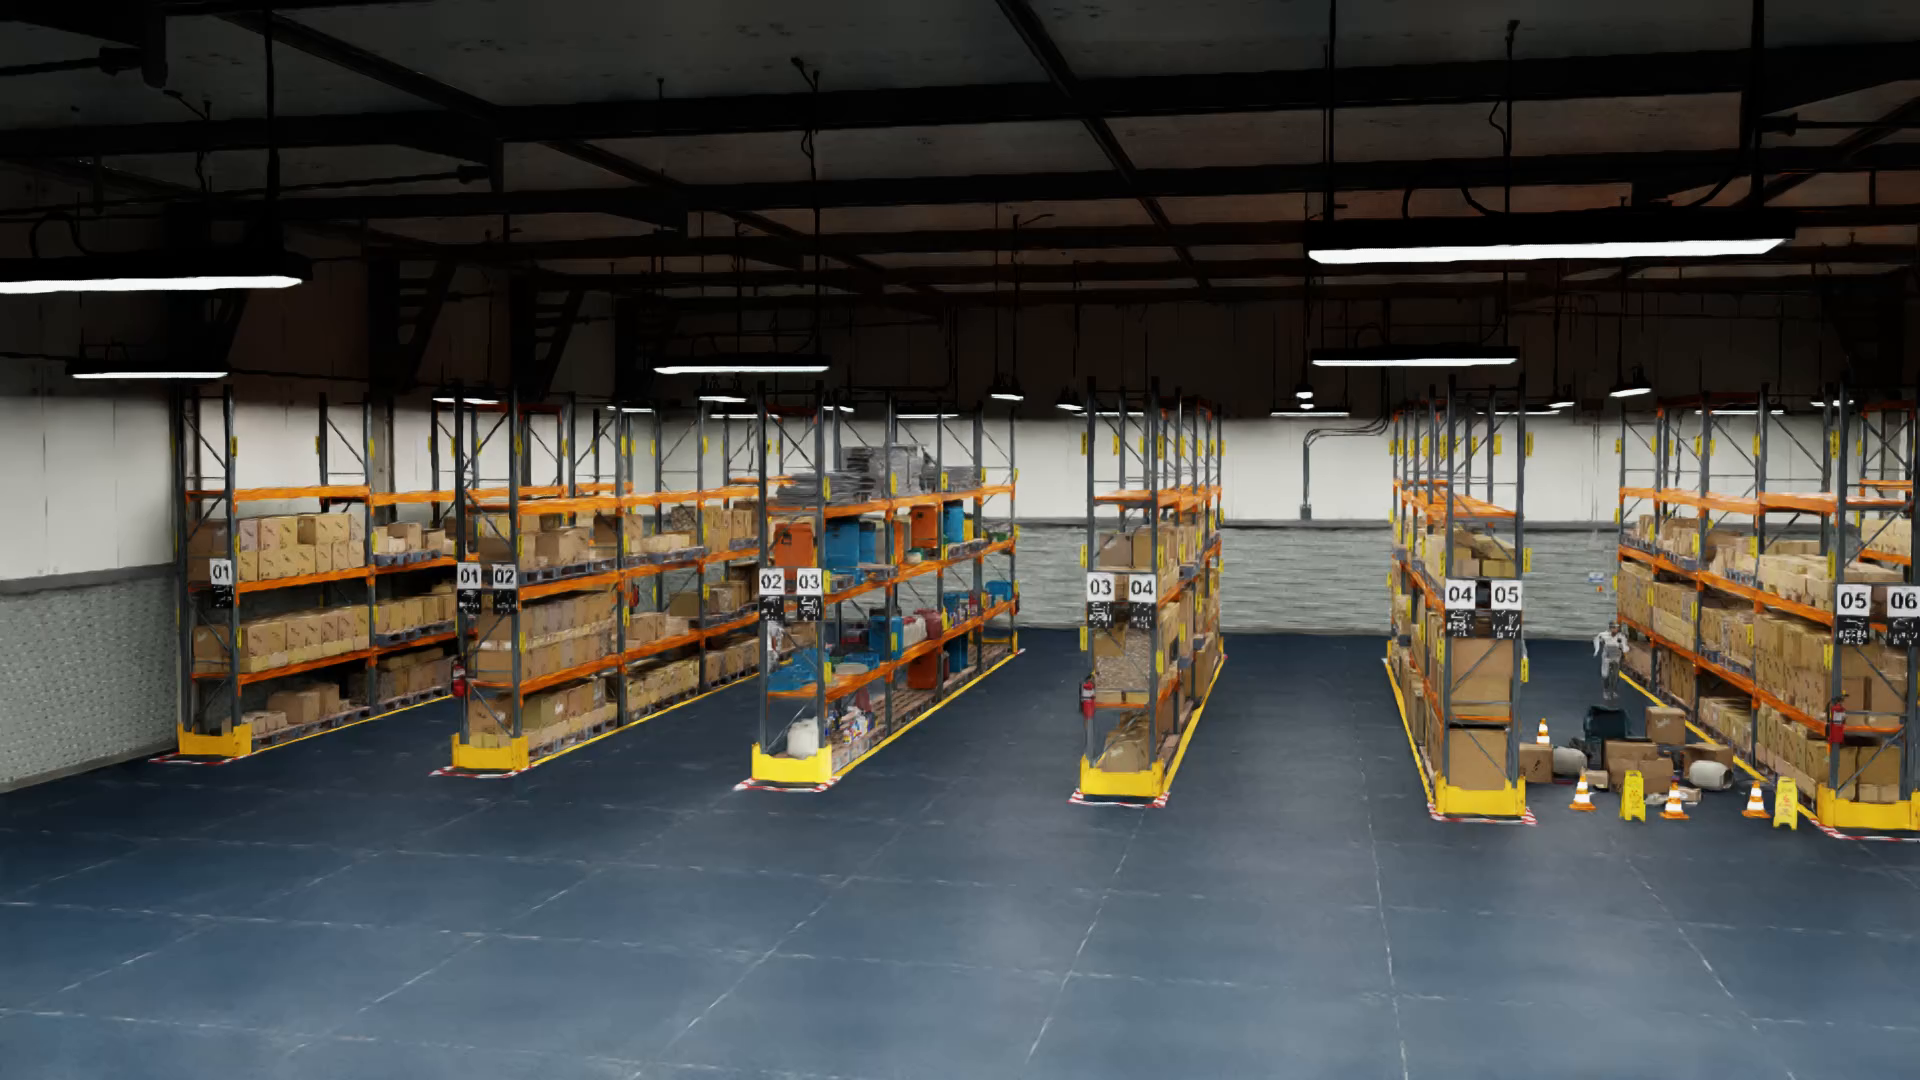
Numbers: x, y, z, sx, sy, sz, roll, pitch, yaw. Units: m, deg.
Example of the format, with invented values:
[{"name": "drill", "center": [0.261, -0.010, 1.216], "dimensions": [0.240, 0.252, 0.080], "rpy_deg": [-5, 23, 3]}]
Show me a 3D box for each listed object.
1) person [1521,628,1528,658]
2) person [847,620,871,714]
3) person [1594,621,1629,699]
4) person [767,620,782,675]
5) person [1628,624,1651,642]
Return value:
[{"name": "person", "center": [13.065, 1.983, 39.134], "dimensions": [0.655, 1.664, 0.467], "rpy_deg": [-1, 3, -19]}, {"name": "person", "center": [-1.823, 2.264, 29.844], "dimensions": [0.584, 1.665, 0.578], "rpy_deg": [1, 3, 22]}, {"name": "person", "center": [12.870, 2.361, 32.853], "dimensions": [0.610, 1.593, 0.880], "rpy_deg": [0, 3, 9]}, {"name": "person", "center": [-3.696, 2.221, 33.447], "dimensions": [0.538, 1.784, 0.754], "rpy_deg": [-1, 3, -10]}, {"name": "person", "center": [16.784, 1.832, 41.015], "dimensions": [0.755, 1.763, 0.710], "rpy_deg": [-2, 4, -28]}]
